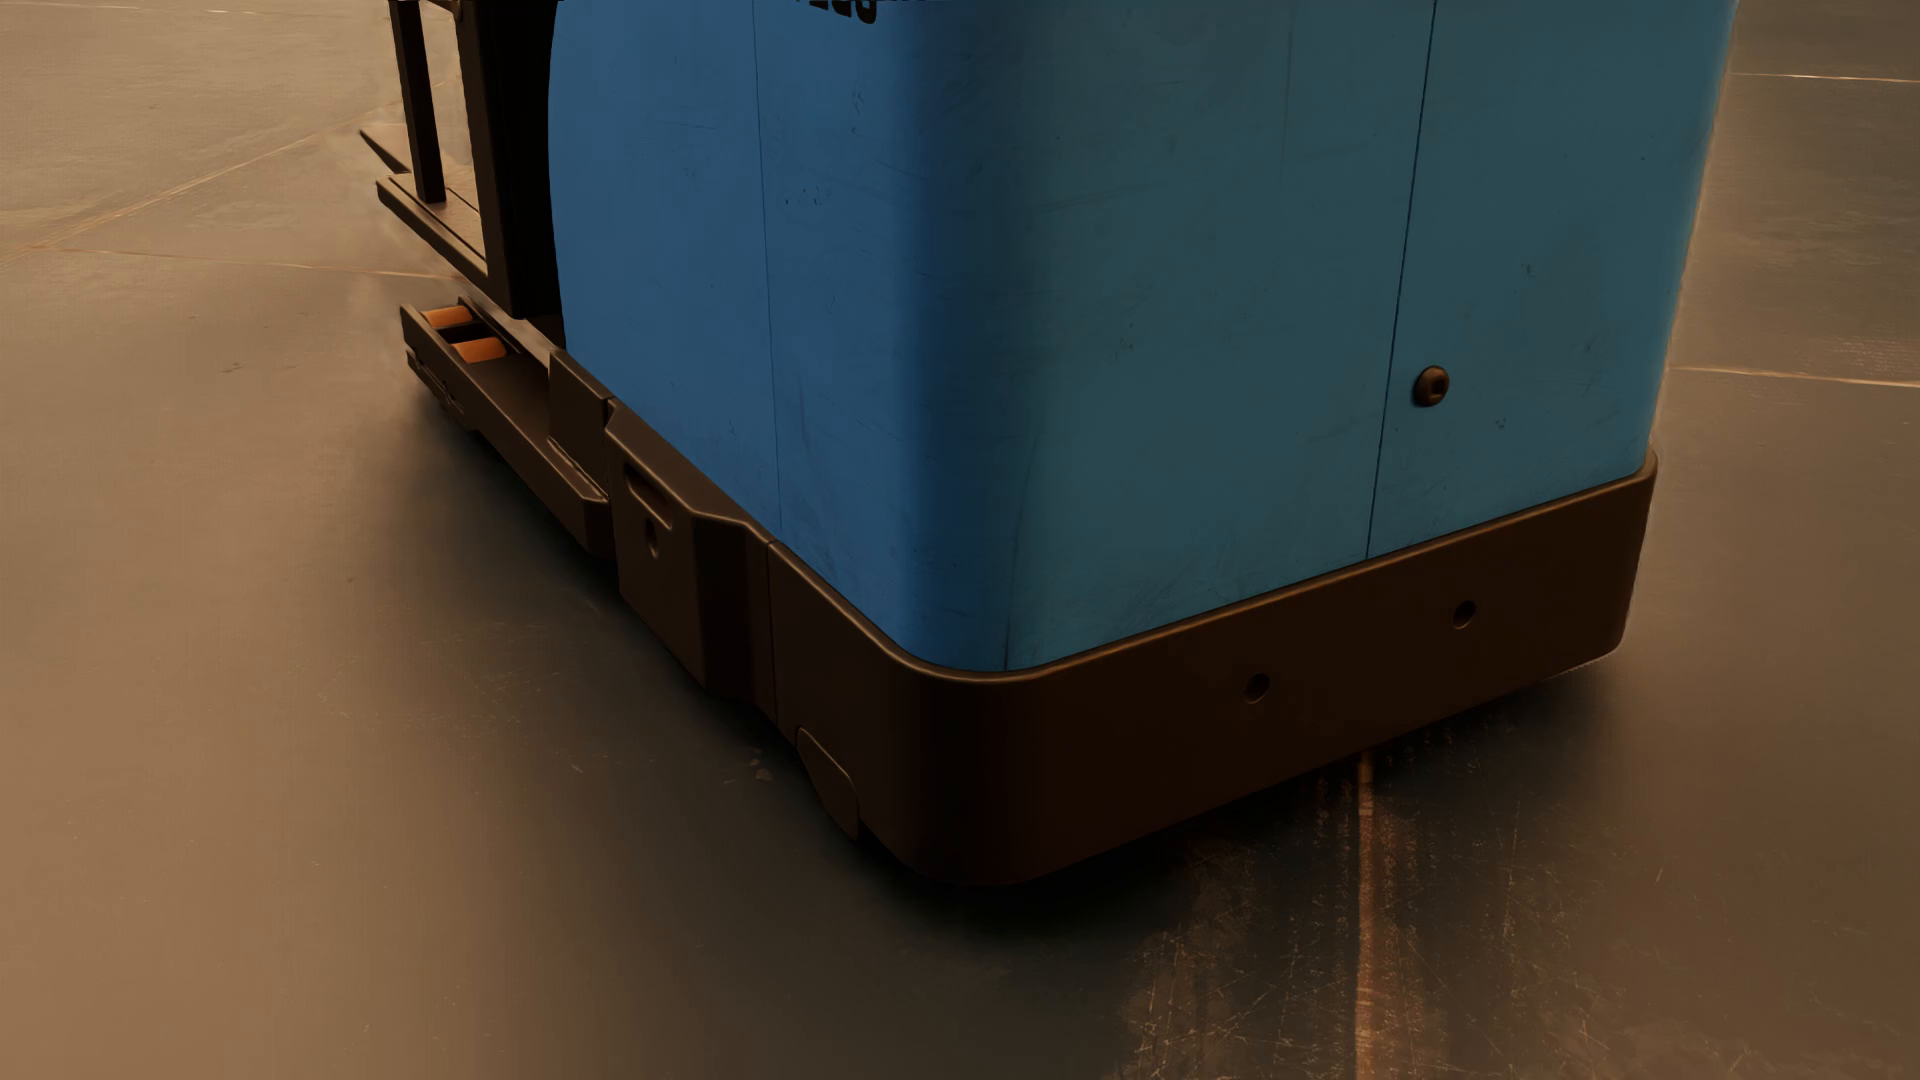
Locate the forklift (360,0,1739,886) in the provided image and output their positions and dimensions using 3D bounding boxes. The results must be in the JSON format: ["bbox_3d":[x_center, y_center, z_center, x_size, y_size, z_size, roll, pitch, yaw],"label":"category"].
[{"bbox_3d":[-0.348,-1.586,2.390,1.130,2.935,3.031,-15,31,-28],"label":"forklift"}]
